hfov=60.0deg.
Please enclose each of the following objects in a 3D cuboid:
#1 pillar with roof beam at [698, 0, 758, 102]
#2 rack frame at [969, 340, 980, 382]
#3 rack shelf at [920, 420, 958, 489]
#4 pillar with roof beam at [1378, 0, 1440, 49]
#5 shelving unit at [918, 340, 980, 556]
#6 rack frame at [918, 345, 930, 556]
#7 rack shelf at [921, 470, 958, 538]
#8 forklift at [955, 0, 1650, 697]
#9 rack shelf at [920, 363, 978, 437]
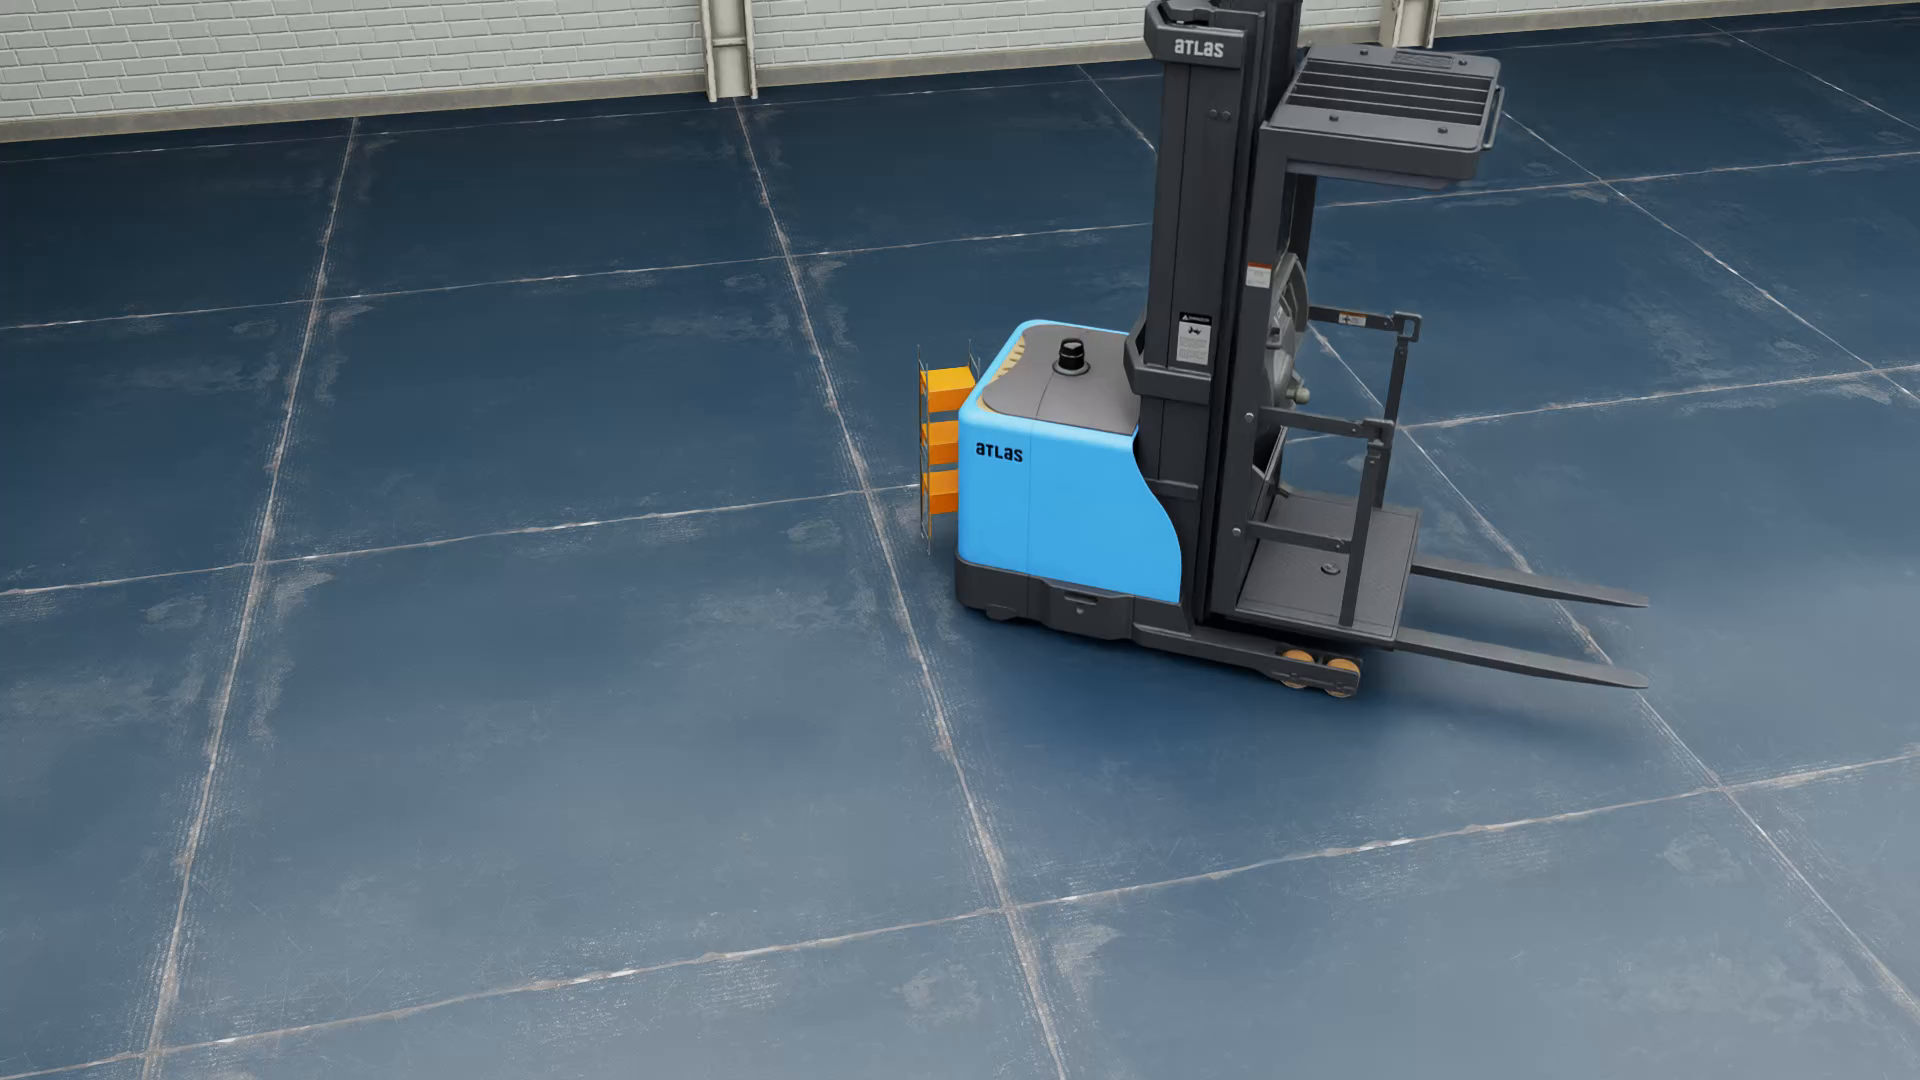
[{"bbox_3d":[-0.935,-5.083,7.749,0.400,9.000,9.100,-7,35,-11],"label":"pillar with roof beam"},{"bbox_3d":[0.067,-0.444,7.970,0.008,1.050,0.200,-7,35,-11],"label":"rack frame"},{"bbox_3d":[-0.052,-0.421,7.954,0.240,0.259,0.215,-7,35,-11],"label":"rack shelf"},{"bbox_3d":[4.917,-5.821,8.848,0.400,9.000,9.100,-7,35,-11],"label":"pillar with roof beam"},{"bbox_3d":[-0.052,-0.429,7.948,0.252,1.050,0.215,-7,35,-11],"label":"shelving unit"},{"bbox_3d":[-0.171,-0.414,7.925,0.008,1.050,0.200,-7,35,-11],"label":"rack frame"},{"bbox_3d":[-0.052,-0.190,8.108,0.240,0.259,0.215,-7,35,-11],"label":"rack shelf"},{"bbox_3d":[1.551,-0.868,6.913,3.031,2.935,1.130,11,35,16],"label":"forklift"},{"bbox_3d":[-0.052,-0.656,7.795,0.240,0.259,0.215,-7,35,-11],"label":"rack shelf"}]
